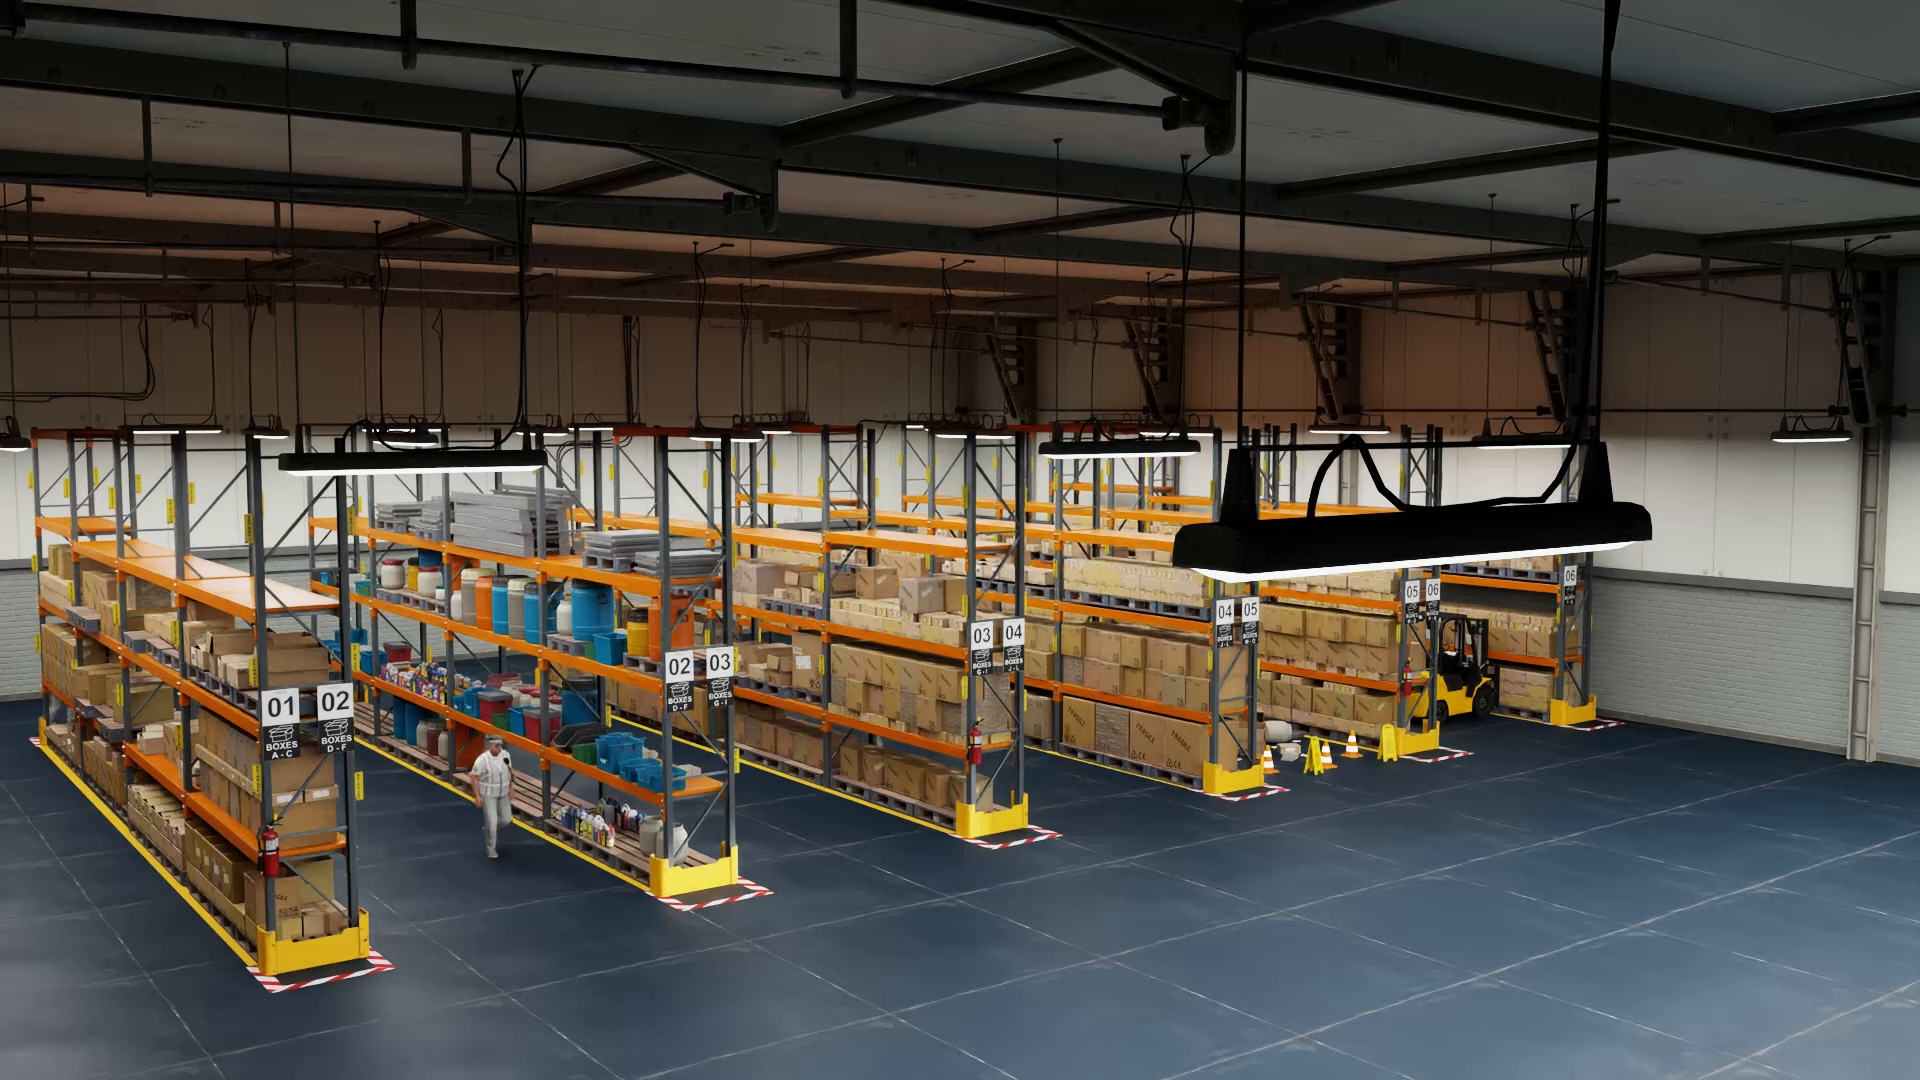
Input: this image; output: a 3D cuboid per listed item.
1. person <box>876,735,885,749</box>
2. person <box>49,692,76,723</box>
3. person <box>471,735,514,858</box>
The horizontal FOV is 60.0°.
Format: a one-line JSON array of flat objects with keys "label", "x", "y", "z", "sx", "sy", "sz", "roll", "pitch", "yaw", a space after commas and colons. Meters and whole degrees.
[{"label": "person", "x": -1.510, "y": 3.088, "z": 30.928, "sx": 0.718, "sy": 1.672, "sz": 0.516, "roll": 4, "pitch": 6, "yaw": 43}, {"label": "person", "x": -17.633, "y": 2.961, "z": 32.668, "sx": 0.794, "sy": 1.687, "sz": 0.599, "roll": -3, "pitch": 5, "yaw": -35}, {"label": "person", "x": -6.685, "y": 3.611, "z": 23.720, "sx": 0.626, "sy": 1.742, "sz": 0.637, "roll": -4, "pitch": 6, "yaw": -45}]
